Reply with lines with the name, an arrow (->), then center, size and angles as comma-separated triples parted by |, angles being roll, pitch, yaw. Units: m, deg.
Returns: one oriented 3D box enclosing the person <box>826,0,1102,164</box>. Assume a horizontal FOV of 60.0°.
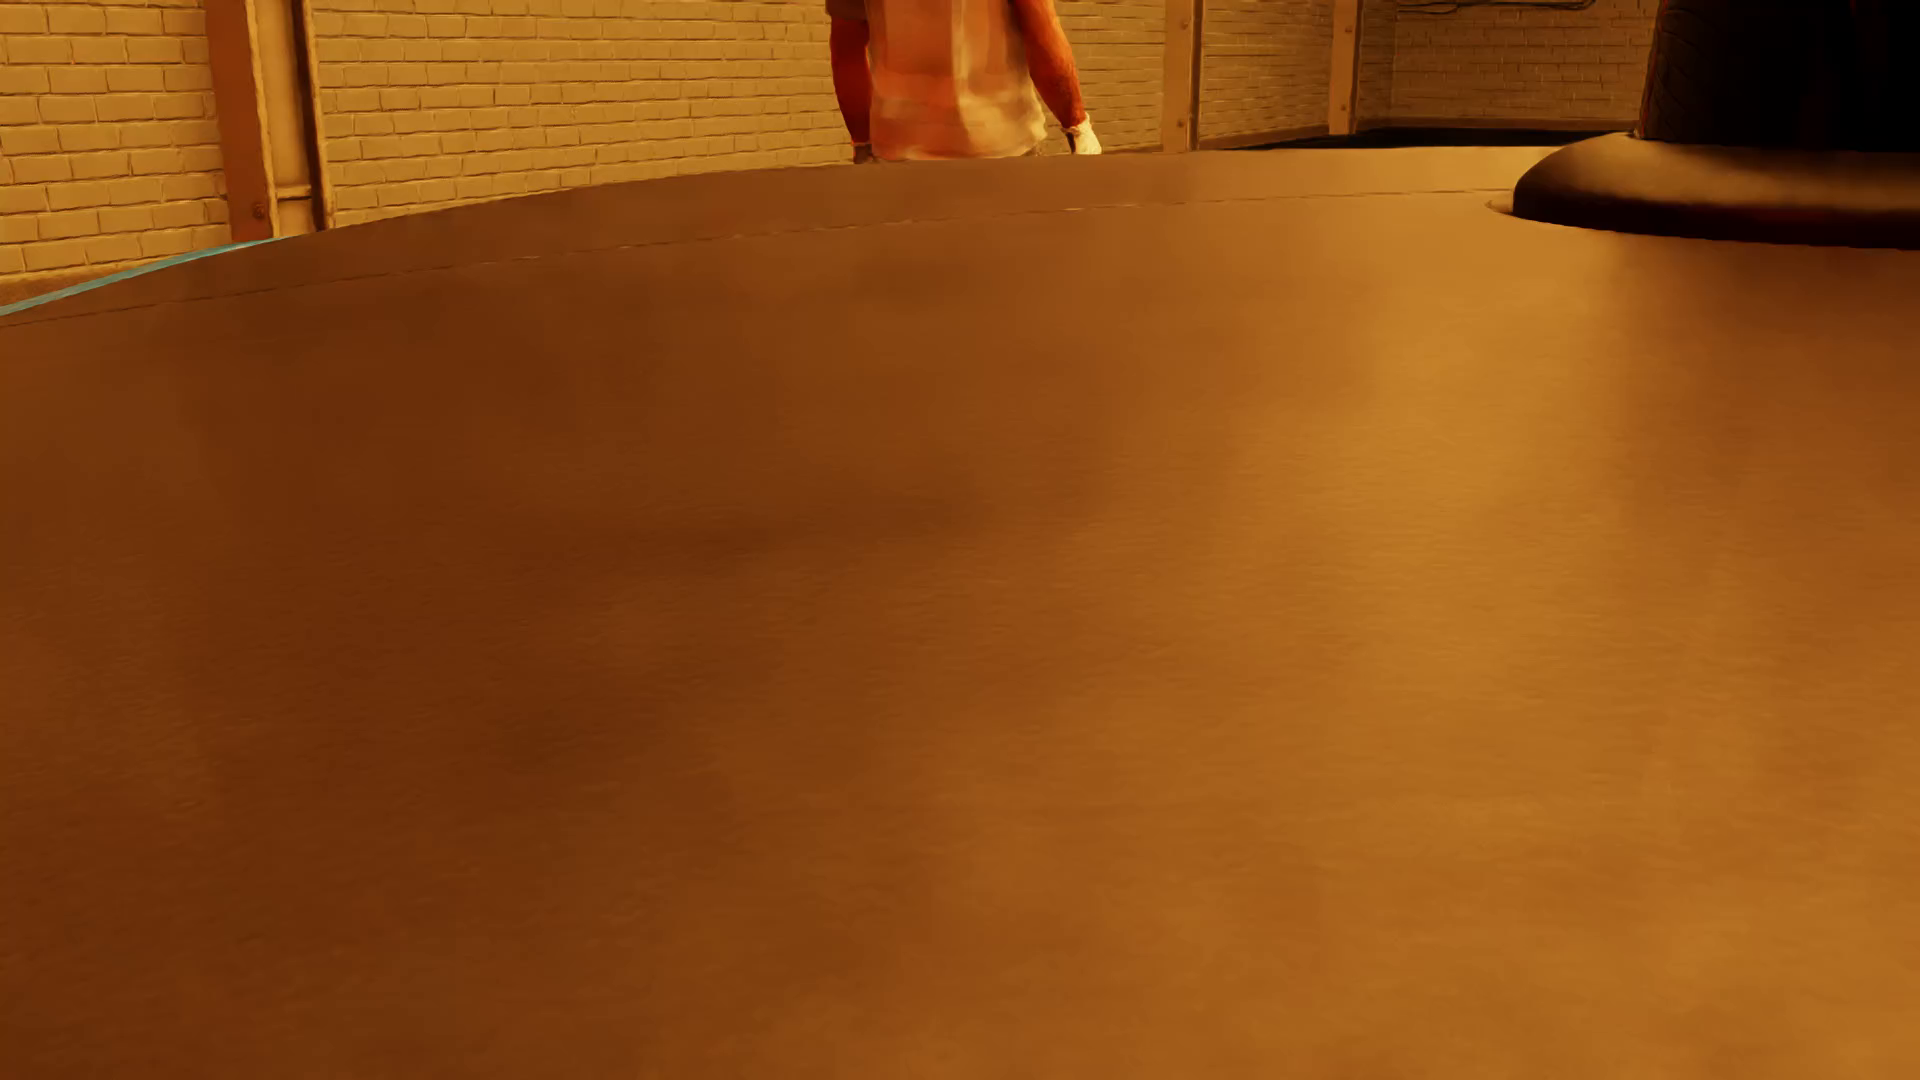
person -> 0.049, -0.883, 3.848 | 0.637, 1.787, 0.563 | 9, 19, 28
